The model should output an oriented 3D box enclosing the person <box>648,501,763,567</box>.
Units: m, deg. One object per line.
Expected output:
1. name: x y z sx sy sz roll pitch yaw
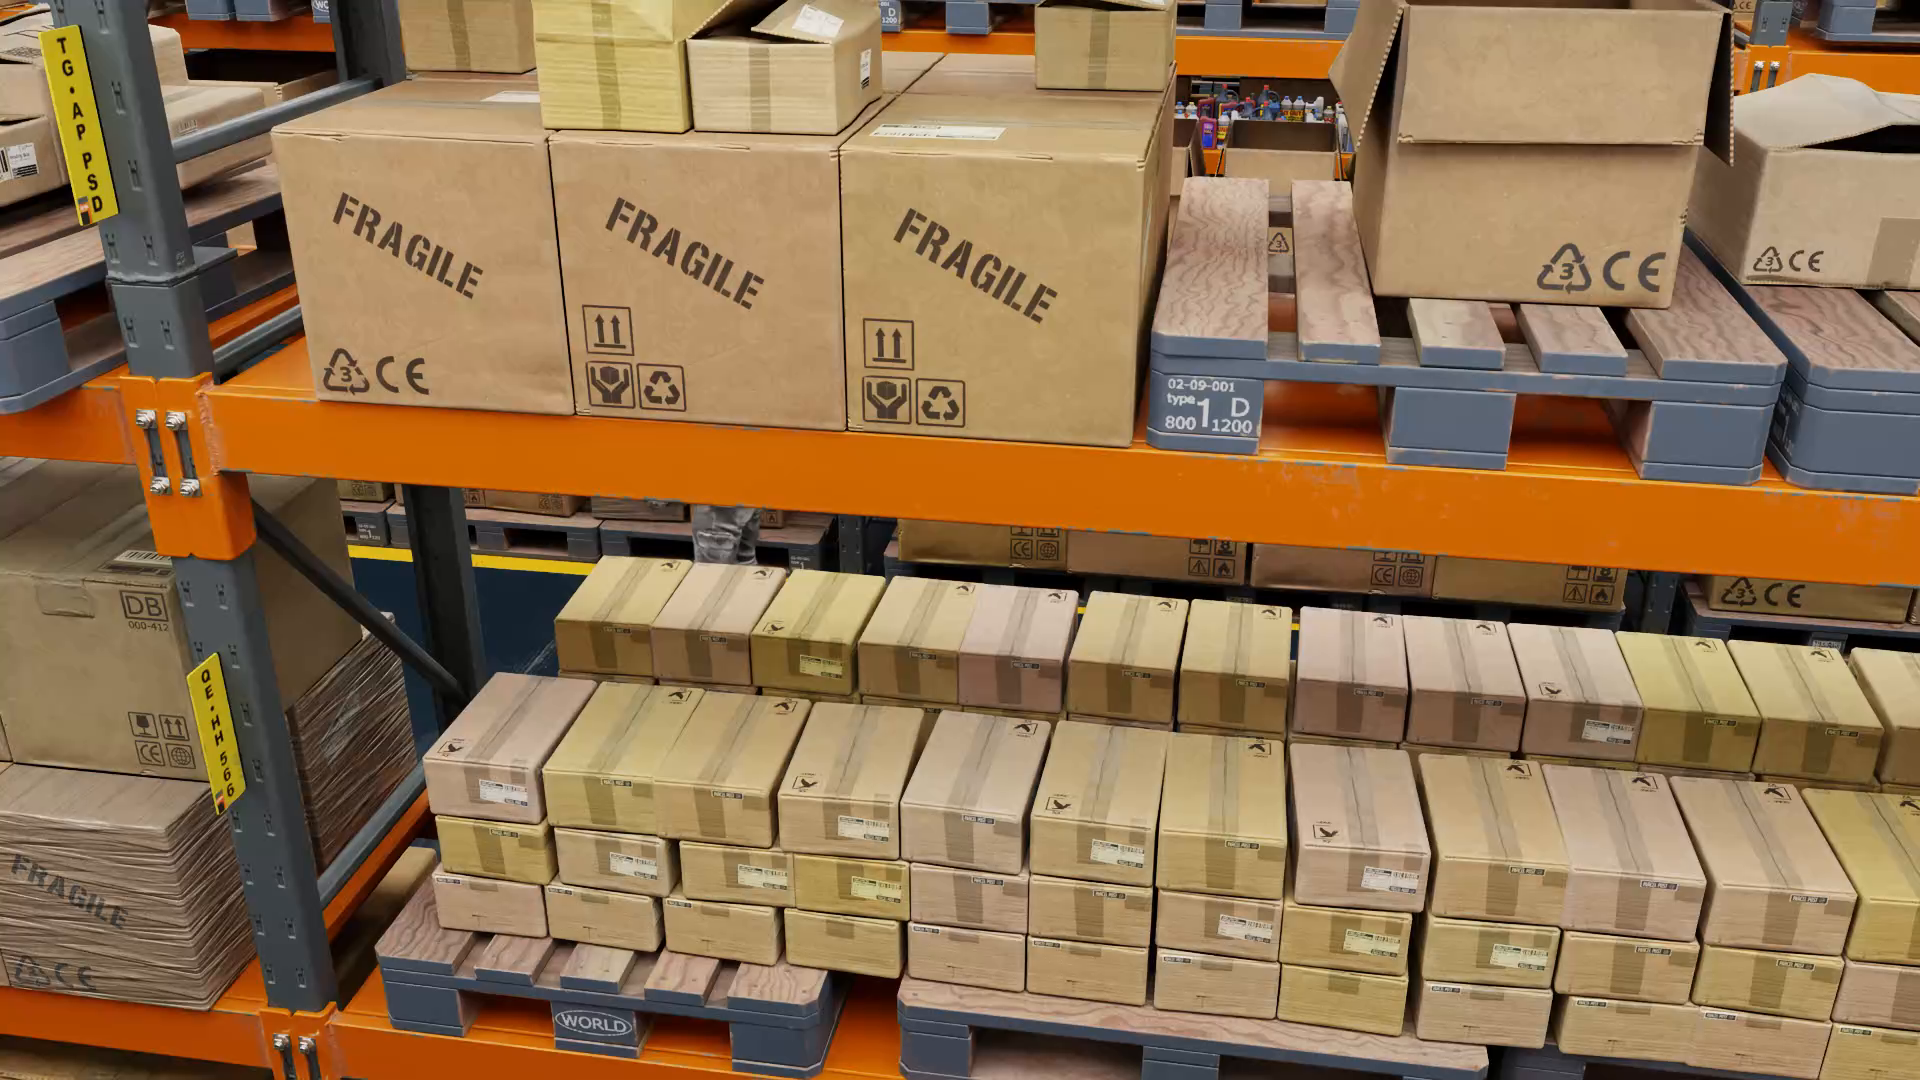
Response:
1. person: -1.155 -0.221 7.565 0.587 1.778 0.491 8 26 17
